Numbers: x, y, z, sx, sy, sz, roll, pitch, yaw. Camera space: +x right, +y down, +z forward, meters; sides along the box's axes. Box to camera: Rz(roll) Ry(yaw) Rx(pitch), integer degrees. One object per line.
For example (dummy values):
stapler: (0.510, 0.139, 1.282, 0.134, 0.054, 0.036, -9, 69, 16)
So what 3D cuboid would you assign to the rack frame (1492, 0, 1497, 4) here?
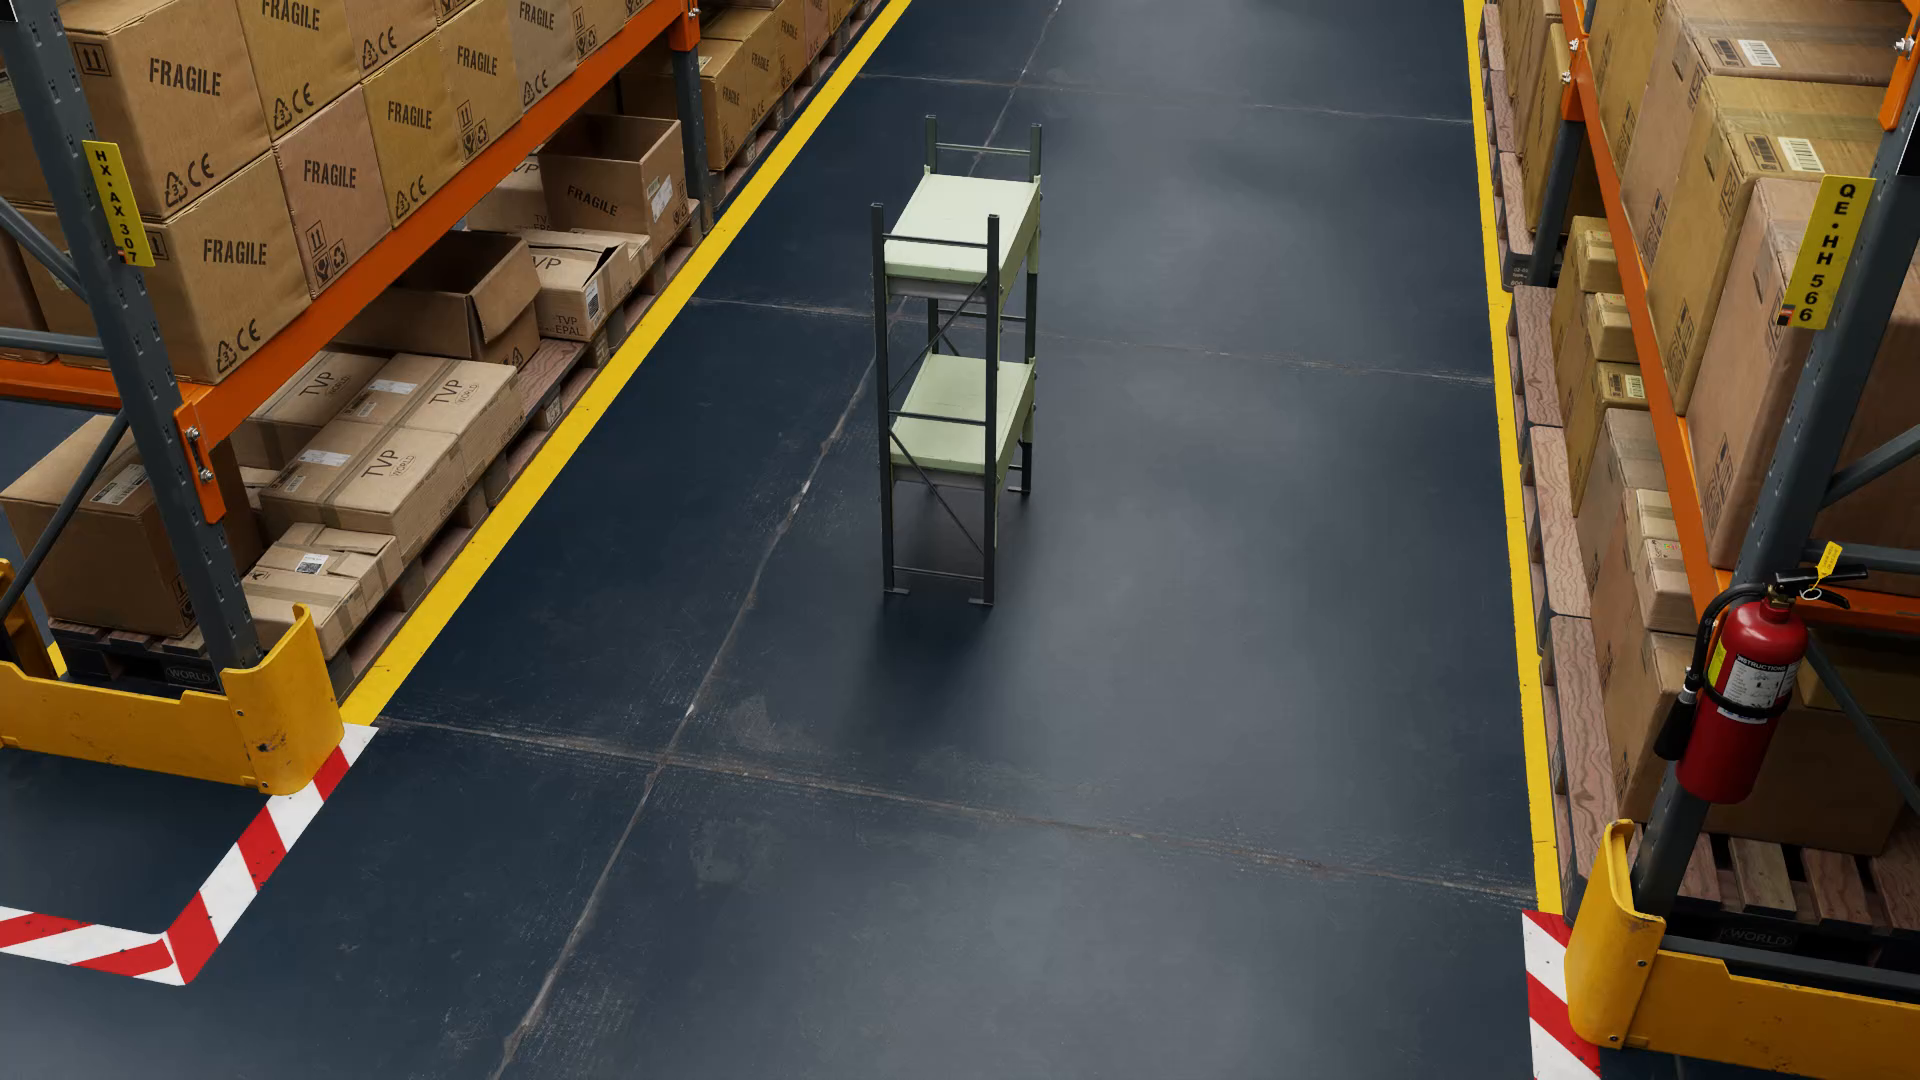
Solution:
rack frame: (3.946, -4.510, 9.916, 1.000, 3.000, 0.127, 7, 37, 10)

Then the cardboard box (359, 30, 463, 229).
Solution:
cardboard box: (-2.035, -1.388, 5.523, 0.500, 0.500, 0.500, 7, 37, 10)

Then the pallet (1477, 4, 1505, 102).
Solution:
pallet: (3.704, -2.938, 10.124, 1.003, 0.211, 1.213, 7, 37, 10)

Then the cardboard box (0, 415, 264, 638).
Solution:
cardboard box: (-2.727, -0.051, 5.519, 0.500, 0.500, 0.500, 7, 37, 10)

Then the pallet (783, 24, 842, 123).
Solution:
pallet: (-1.353, -2.879, 10.042, 1.003, 0.211, 1.213, 7, 37, 10)

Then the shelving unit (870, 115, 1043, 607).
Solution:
shelving unit: (0.001, -0.611, 5.815, 0.431, 1.500, 0.755, 7, 37, 10)

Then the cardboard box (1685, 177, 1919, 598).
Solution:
cardboard box: (2.337, -0.338, 3.905, 0.980, 0.700, 0.700, 9, 37, 12)

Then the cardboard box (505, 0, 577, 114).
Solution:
cardboard box: (-1.821, -1.966, 6.322, 0.500, 0.500, 0.500, 8, 37, 11)

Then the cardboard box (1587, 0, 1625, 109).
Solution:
cardboard box: (2.960, -2.029, 6.238, 0.980, 0.700, 0.700, 8, 37, 11)

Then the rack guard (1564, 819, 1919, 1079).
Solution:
rack guard: (2.232, 1.103, 4.303, 1.175, 0.500, 0.348, 7, 37, 10)

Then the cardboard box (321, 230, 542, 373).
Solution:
cardboard box: (-2.145, -0.925, 6.722, 0.797, 0.503, 0.637, 7, 37, 10)

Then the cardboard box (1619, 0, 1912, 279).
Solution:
cardboard box: (2.653, -1.193, 5.084, 0.980, 0.700, 0.700, 6, 36, 8)

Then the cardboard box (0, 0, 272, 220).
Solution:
cardboard box: (-2.250, -1.209, 4.424, 0.500, 0.500, 0.500, 8, 37, 11)

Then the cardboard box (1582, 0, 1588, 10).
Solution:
cardboard box: (2.887, -2.352, 7.136, 0.380, 0.149, 0.250, 8, 37, 10)

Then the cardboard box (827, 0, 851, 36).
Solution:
cardboard box: (-0.975, -3.432, 10.185, 0.500, 0.500, 0.500, 6, 36, 8)

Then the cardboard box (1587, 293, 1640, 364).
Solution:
cardboard box: (2.469, -0.748, 5.946, 0.380, 0.149, 0.250, 6, 36, 9)

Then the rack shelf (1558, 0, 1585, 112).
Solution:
rack shelf: (3.519, -3.072, 8.545, 1.077, 0.370, 4.000, 7, 37, 10)

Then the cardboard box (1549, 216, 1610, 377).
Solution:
cardboard box: (2.832, -0.958, 6.789, 0.700, 0.500, 0.500, 8, 37, 11)

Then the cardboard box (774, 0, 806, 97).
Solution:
cardboard box: (-1.190, -2.841, 9.369, 0.500, 0.500, 0.500, 8, 37, 11)

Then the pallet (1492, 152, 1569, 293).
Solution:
pallet: (3.183, -1.539, 8.194, 1.003, 0.211, 1.213, 7, 37, 10)

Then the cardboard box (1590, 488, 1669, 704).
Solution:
cardboard box: (2.396, 0.218, 5.165, 0.700, 0.500, 0.500, 7, 37, 10)

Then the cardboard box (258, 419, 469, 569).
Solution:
cardboard box: (-2.103, -0.170, 5.896, 0.500, 0.250, 0.500, 7, 37, 10)

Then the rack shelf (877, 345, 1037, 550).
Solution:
rack shelf: (0.001, -0.347, 6.006, 0.431, 0.370, 0.720, 7, 37, 10)

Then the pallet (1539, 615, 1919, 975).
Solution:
pallet: (2.332, 0.738, 5.052, 1.003, 0.211, 1.213, 7, 37, 10)

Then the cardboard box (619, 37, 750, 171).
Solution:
cardboard box: (-1.407, -2.248, 8.551, 0.500, 0.500, 0.500, 6, 36, 8)

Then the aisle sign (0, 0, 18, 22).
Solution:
aisle sign: (-2.330, -1.519, 3.574, 0.394, 0.787, 0.004, 7, 37, 10)

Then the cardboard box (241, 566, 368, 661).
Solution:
cardboard box: (-2.178, 0.237, 5.421, 0.380, 0.149, 0.250, 7, 37, 10)

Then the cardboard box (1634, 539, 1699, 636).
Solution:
cardboard box: (2.139, 0.146, 4.712, 0.380, 0.149, 0.250, 7, 37, 9)

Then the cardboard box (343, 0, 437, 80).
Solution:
cardboard box: (-2.034, -1.796, 5.234, 0.500, 0.500, 0.500, 8, 37, 11)

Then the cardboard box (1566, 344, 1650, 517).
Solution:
cardboard box: (2.610, -0.377, 5.986, 0.700, 0.500, 0.500, 8, 37, 11)

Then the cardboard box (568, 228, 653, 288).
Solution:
cardboard box: (-1.614, -1.274, 7.507, 0.380, 0.149, 0.250, 7, 37, 10)

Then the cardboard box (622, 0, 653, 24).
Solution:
cardboard box: (-1.604, -2.557, 7.137, 0.500, 0.500, 0.500, 8, 37, 11)

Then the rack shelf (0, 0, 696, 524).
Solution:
rack shelf: (-2.176, -1.397, 6.235, 1.077, 0.370, 4.000, 7, 37, 10)

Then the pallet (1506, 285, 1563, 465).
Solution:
pallet: (2.853, -0.661, 6.982, 1.003, 0.211, 1.213, 7, 37, 10)

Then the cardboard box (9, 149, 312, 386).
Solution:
cardboard box: (-2.250, -0.804, 4.718, 0.500, 0.500, 0.500, 8, 37, 11)

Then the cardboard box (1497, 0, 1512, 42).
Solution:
cardboard box: (3.661, -3.404, 9.865, 0.750, 0.750, 0.750, 7, 36, 9)

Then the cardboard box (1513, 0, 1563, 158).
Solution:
cardboard box: (3.291, -2.415, 8.500, 0.750, 0.750, 0.750, 8, 37, 11)

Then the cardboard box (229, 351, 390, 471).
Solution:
cardboard box: (-2.495, -0.490, 6.339, 0.500, 0.250, 0.500, 7, 37, 10)

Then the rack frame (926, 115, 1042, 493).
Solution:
rack frame: (0.080, -0.821, 6.105, 0.400, 1.500, 0.023, 7, 37, 10)

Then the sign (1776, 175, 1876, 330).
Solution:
sign: (1.710, -0.564, 3.284, 0.100, 0.325, 0.005, 7, 37, 10)

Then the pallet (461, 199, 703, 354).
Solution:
pallet: (-1.896, -1.312, 7.881, 1.003, 0.211, 1.213, 7, 37, 10)

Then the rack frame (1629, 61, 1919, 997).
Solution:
rack frame: (2.237, 0.077, 3.588, 1.000, 3.000, 0.127, 7, 37, 10)

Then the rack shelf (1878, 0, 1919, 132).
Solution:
rack shelf: (2.665, -1.993, 4.501, 1.077, 0.370, 4.000, 7, 37, 10)

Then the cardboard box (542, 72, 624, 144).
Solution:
cardboard box: (-1.923, -2.320, 8.650, 0.500, 0.500, 0.500, 7, 37, 10)

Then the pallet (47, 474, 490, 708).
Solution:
pallet: (-2.417, 0.086, 5.951, 1.003, 0.211, 1.213, 7, 37, 10)
